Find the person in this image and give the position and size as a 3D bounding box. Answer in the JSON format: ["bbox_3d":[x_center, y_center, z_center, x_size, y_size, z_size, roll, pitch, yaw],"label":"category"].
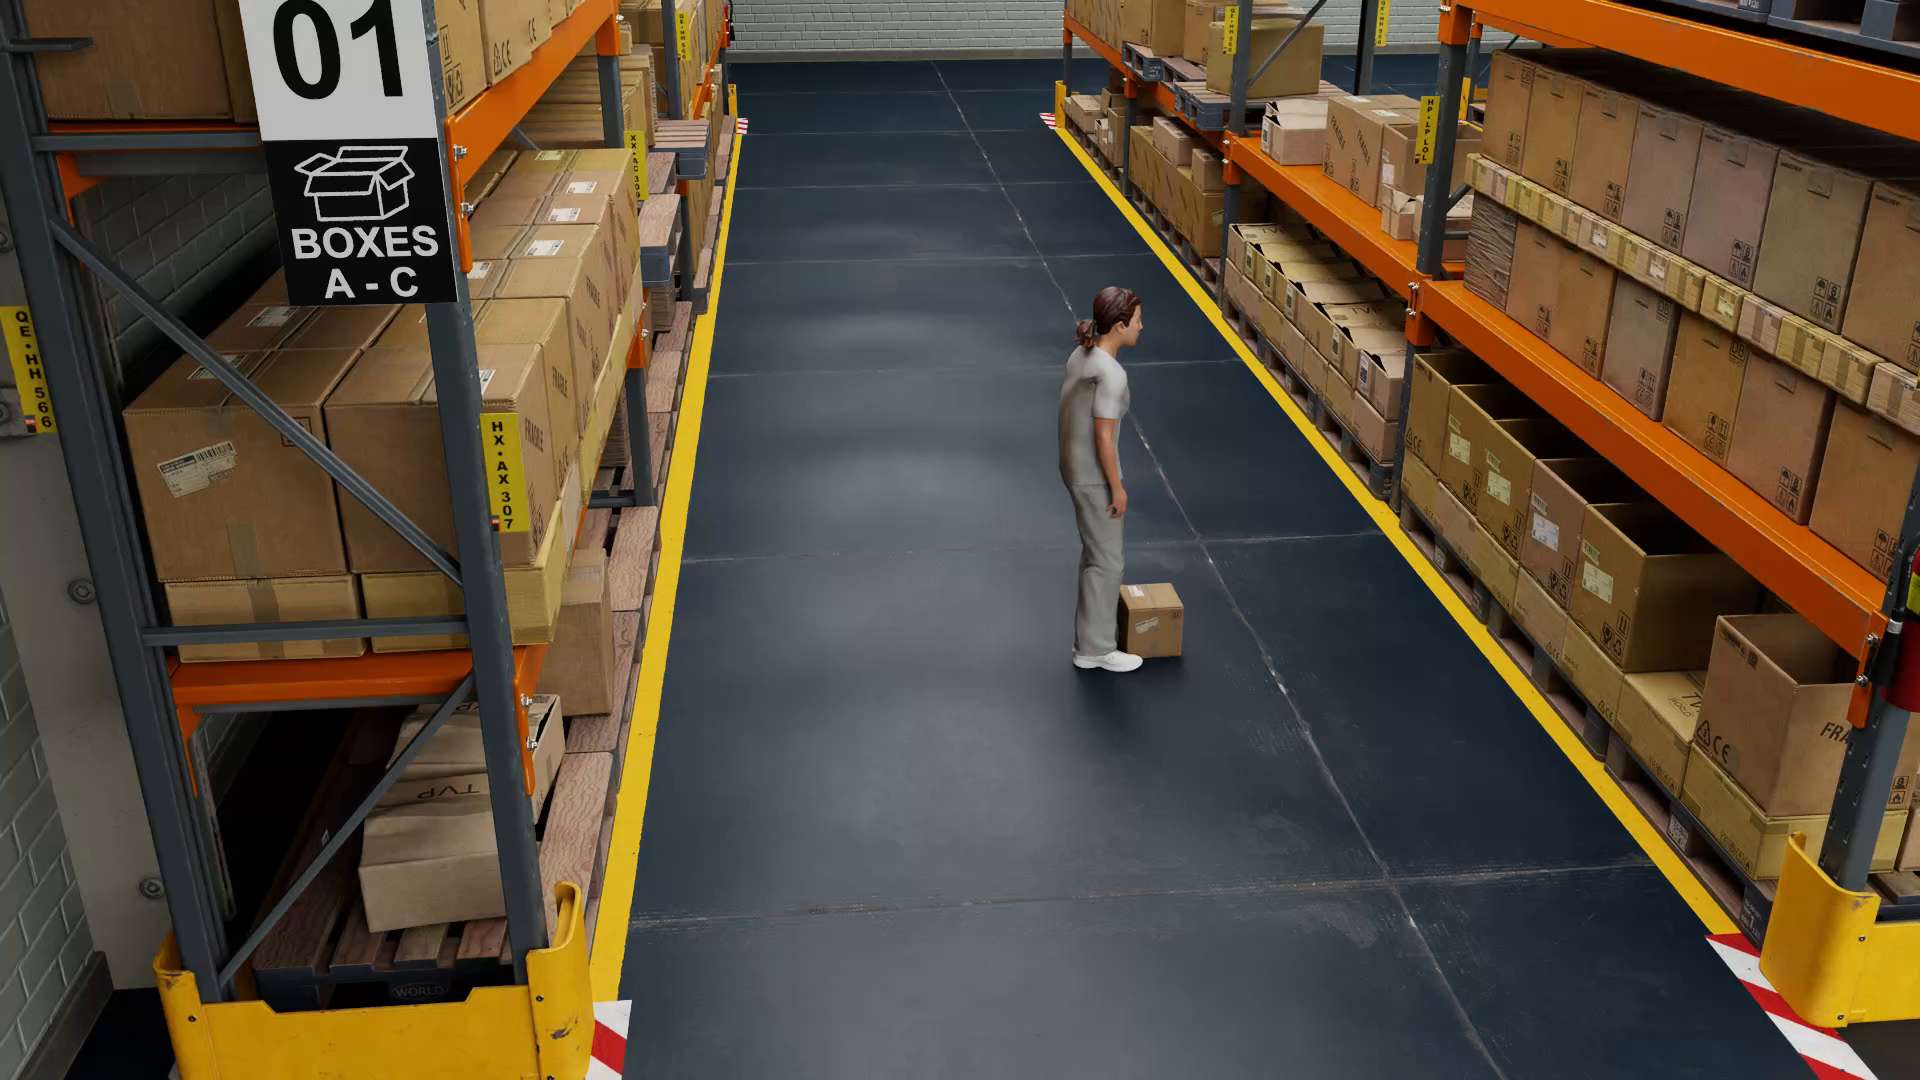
[{"bbox_3d":[0.636,-0.275,7.226,0.416,1.671,0.514,-4,24,-8],"label":"person"}]
